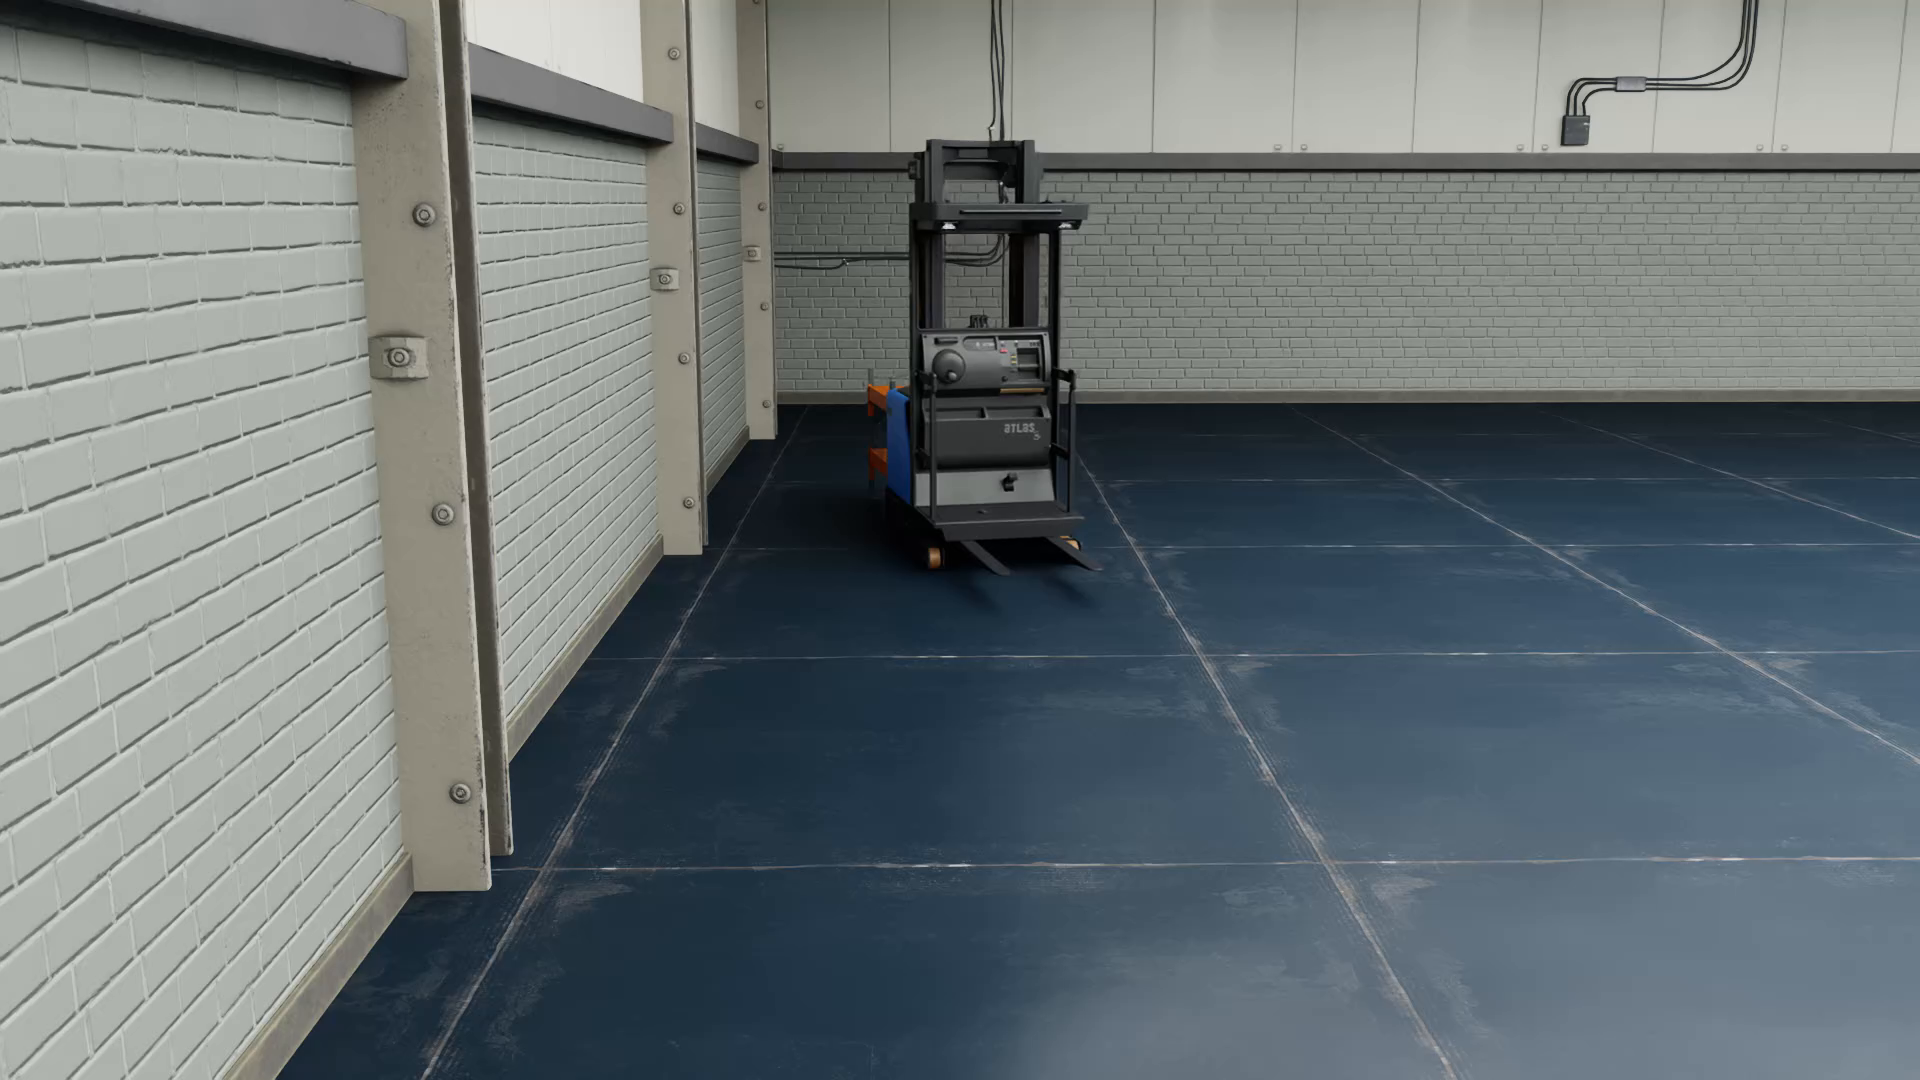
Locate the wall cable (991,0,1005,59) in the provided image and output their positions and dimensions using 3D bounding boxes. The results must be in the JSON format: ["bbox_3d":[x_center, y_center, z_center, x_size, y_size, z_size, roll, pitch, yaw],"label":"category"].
[{"bbox_3d":[1.811,-7.091,19.988,3.097,2.526,0.112,0,11,-1],"label":"wall cable"}]

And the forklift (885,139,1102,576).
[{"bbox_3d":[0.237,-1.310,11.646,1.130,2.935,3.031,-3,12,-13],"label":"forklift"}]

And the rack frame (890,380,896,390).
[{"bbox_3d":[-0.308,-0.718,13.270,0.500,1.125,0.032,-3,12,-13],"label":"rack frame"}]

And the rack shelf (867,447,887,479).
[{"bbox_3d":[-0.421,-0.577,13.805,0.538,0.278,1.000,-3,12,-13],"label":"rack shelf"}]

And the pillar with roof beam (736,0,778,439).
[{"bbox_3d":[2.149,-5.554,17.301,9.100,9.000,0.400,0,11,-1],"label":"pillar with roof beam"}]

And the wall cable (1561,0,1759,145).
[{"bbox_3d":[8.598,-7.830,19.966,2.305,6.003,0.169,0,11,-1],"label":"wall cable"}]

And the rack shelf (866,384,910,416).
[{"bbox_3d":[-0.421,-1.104,13.698,0.538,0.278,1.000,-3,12,-13],"label":"rack shelf"}]

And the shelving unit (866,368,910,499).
[{"bbox_3d":[-0.421,-0.817,13.756,0.538,1.125,1.048,-3,12,-13],"label":"shelving unit"}]

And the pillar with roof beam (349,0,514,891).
[{"bbox_3d":[2.397,-3.168,5.543,9.100,9.000,0.400,0,11,-1],"label":"pillar with roof beam"}]

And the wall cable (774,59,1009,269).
[{"bbox_3d":[-0.894,-4.605,20.436,3.097,2.526,0.112,0,11,-1],"label":"wall cable"}]

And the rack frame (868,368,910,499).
[{"bbox_3d":[-0.533,-0.915,14.242,0.500,1.125,0.032,-3,12,-13],"label":"rack frame"}]

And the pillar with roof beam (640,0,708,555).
[{"bbox_3d":[2.273,-4.361,11.422,9.100,9.000,0.400,0,11,-1],"label":"pillar with roof beam"}]
